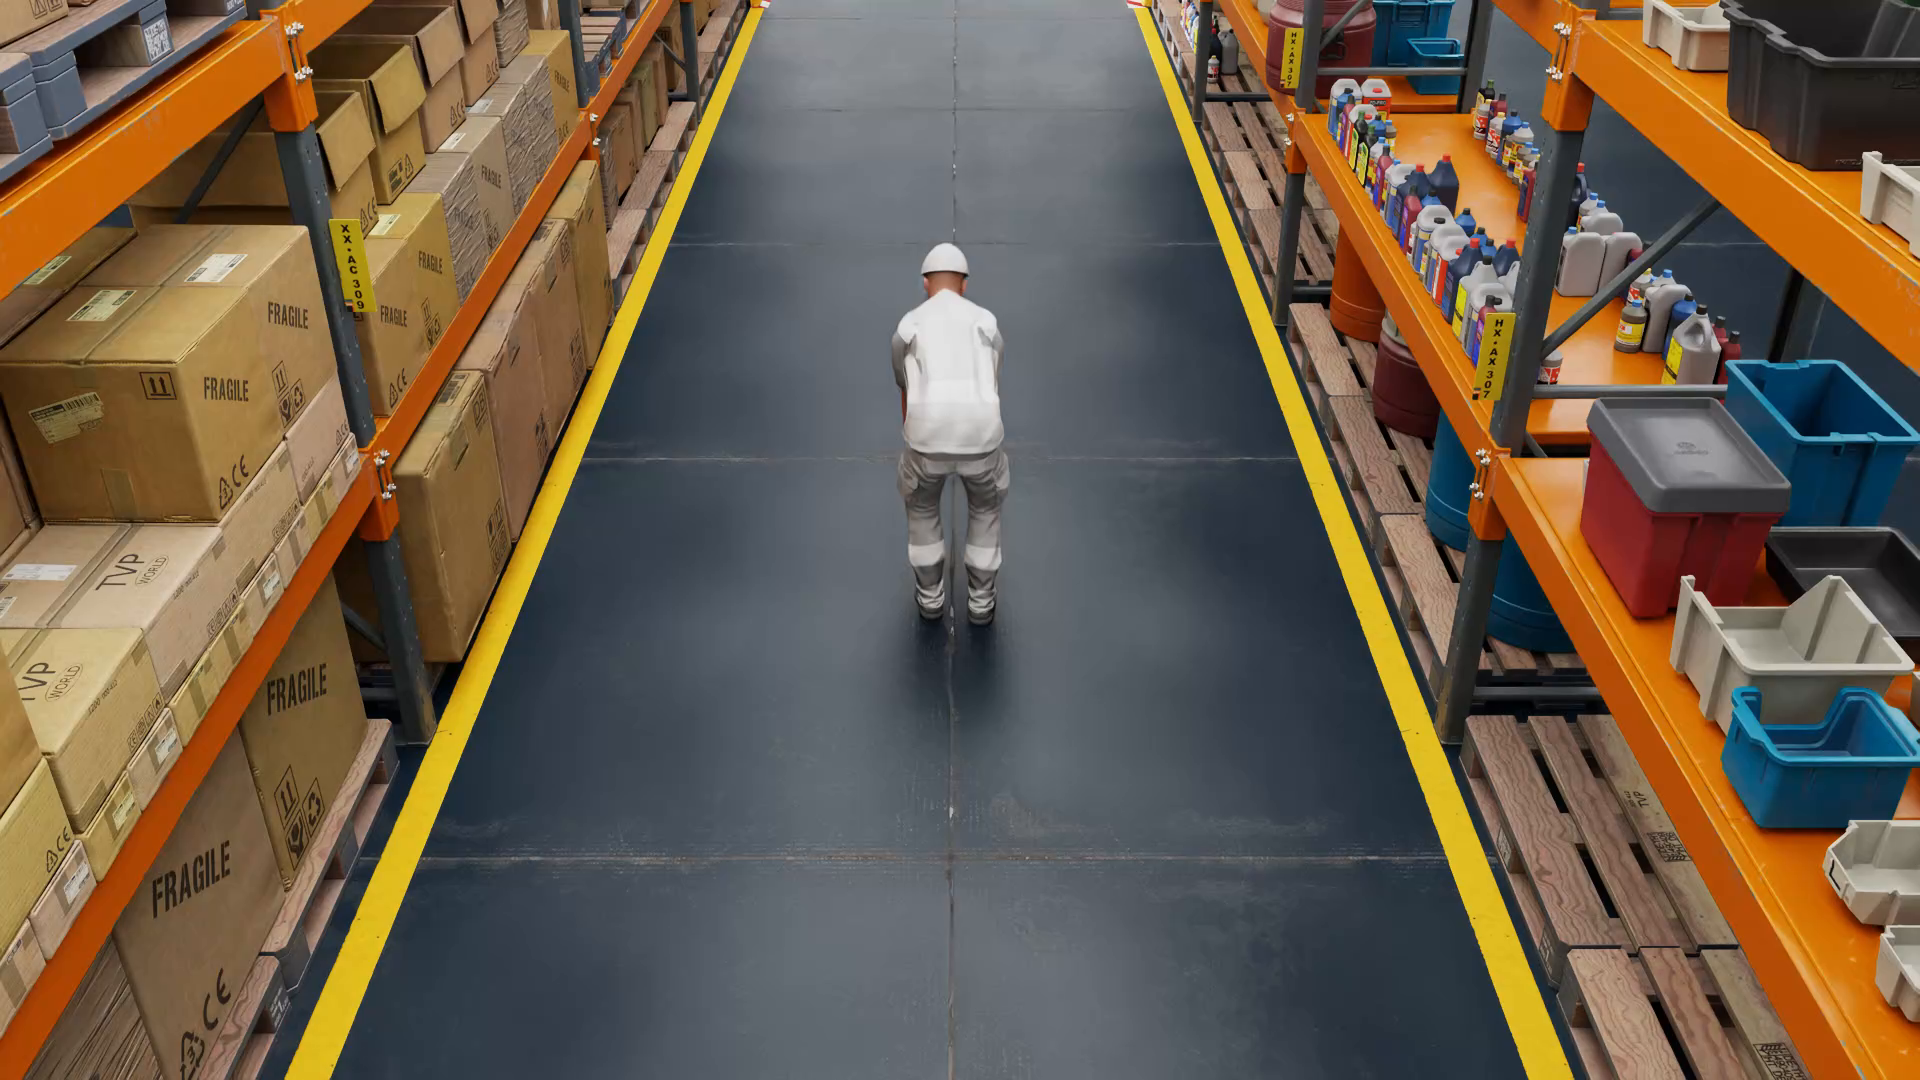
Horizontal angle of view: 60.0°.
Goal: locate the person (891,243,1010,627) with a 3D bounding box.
[{"bbox_3d":[-0.040,-0.435,7.076,0.492,1.528,0.822,-1,31,-1],"label":"person"}]
